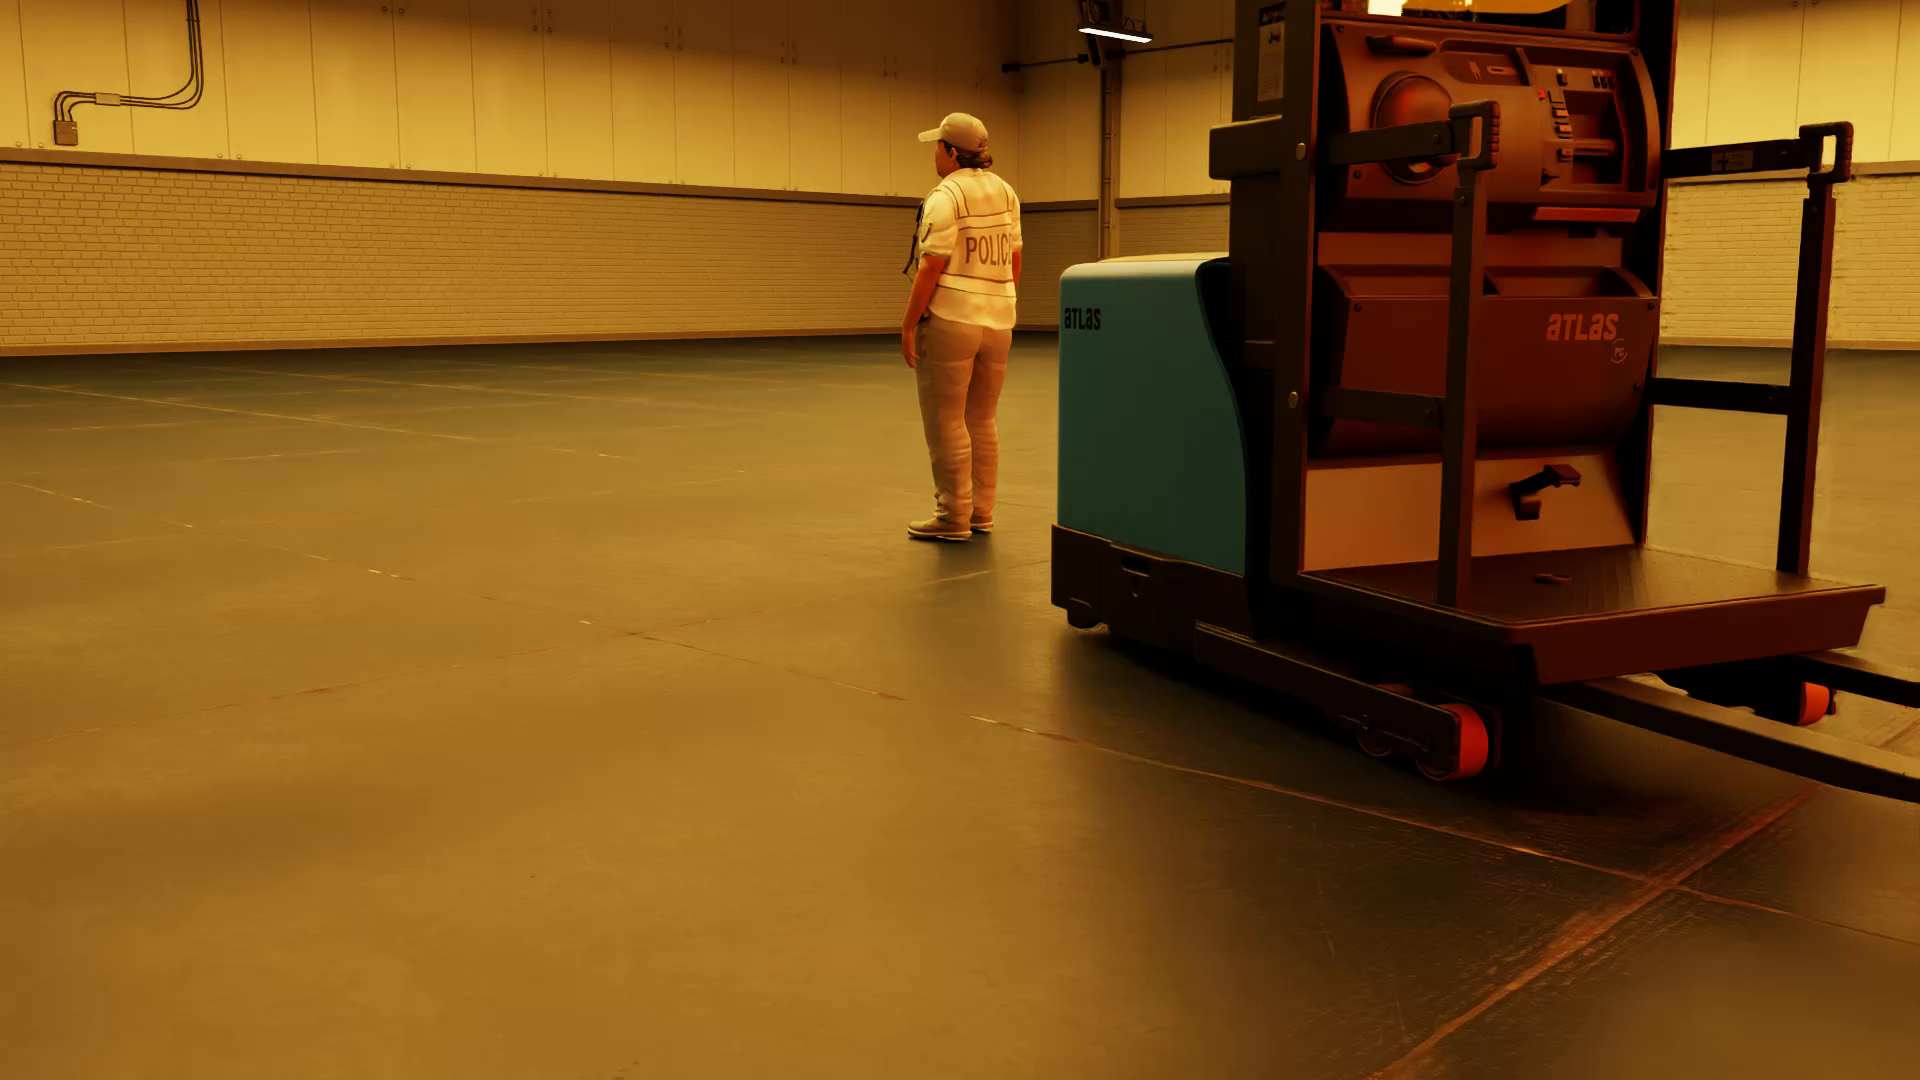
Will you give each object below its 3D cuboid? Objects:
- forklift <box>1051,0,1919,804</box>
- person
[{"bbox_3d":[1.345,-1.025,3.679,1.130,2.935,3.031,-4,9,-24],"label":"forklift"},{"bbox_3d":[-0.039,-0.841,6.661,0.529,1.670,0.598,8,12,43],"label":"person"}]
